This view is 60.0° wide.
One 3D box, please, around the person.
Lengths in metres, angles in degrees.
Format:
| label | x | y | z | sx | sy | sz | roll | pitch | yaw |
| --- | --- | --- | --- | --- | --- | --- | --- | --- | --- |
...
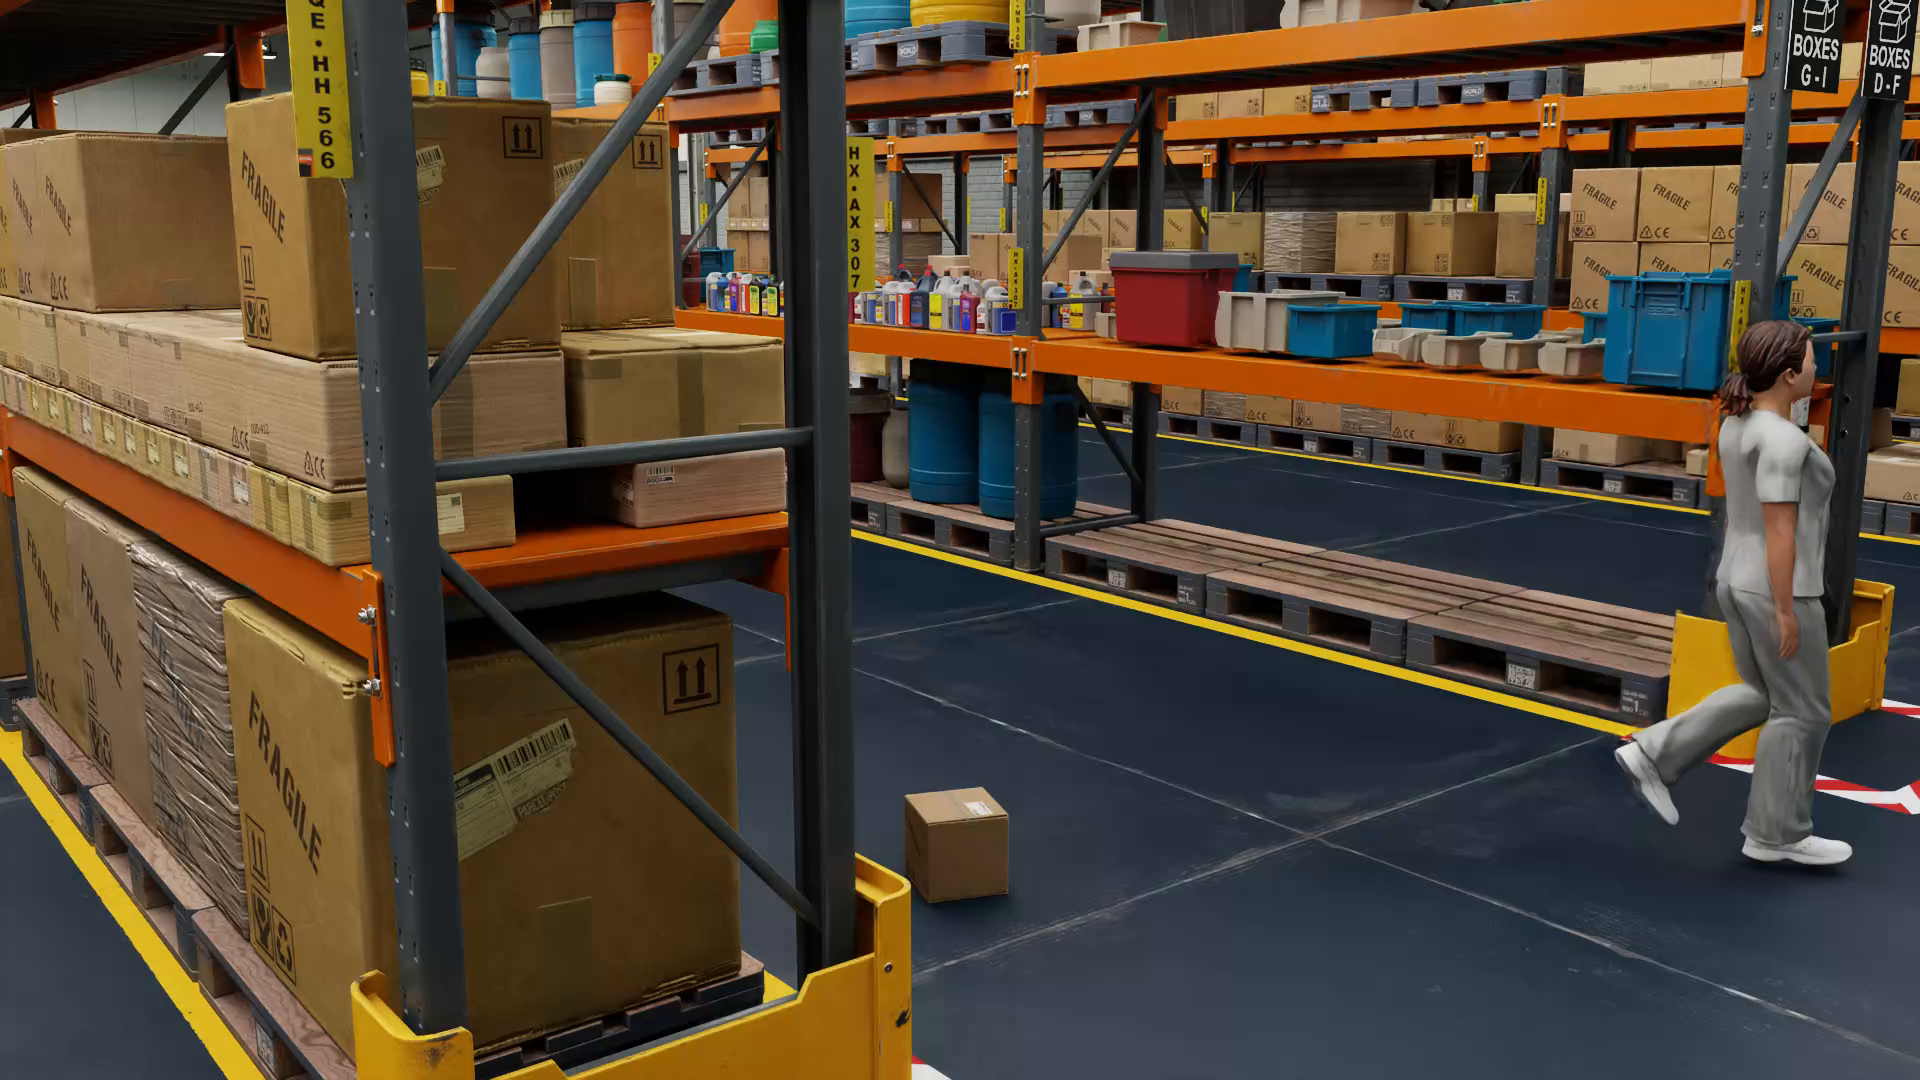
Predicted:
| label | x | y | z | sx | sy | sz | roll | pitch | yaw |
| --- | --- | --- | --- | --- | --- | --- | --- | --- | --- |
| person | 2.393 | 0.165 | 5.020 | 0.683 | 1.648 | 0.447 | 1 | 11 | 5 |
